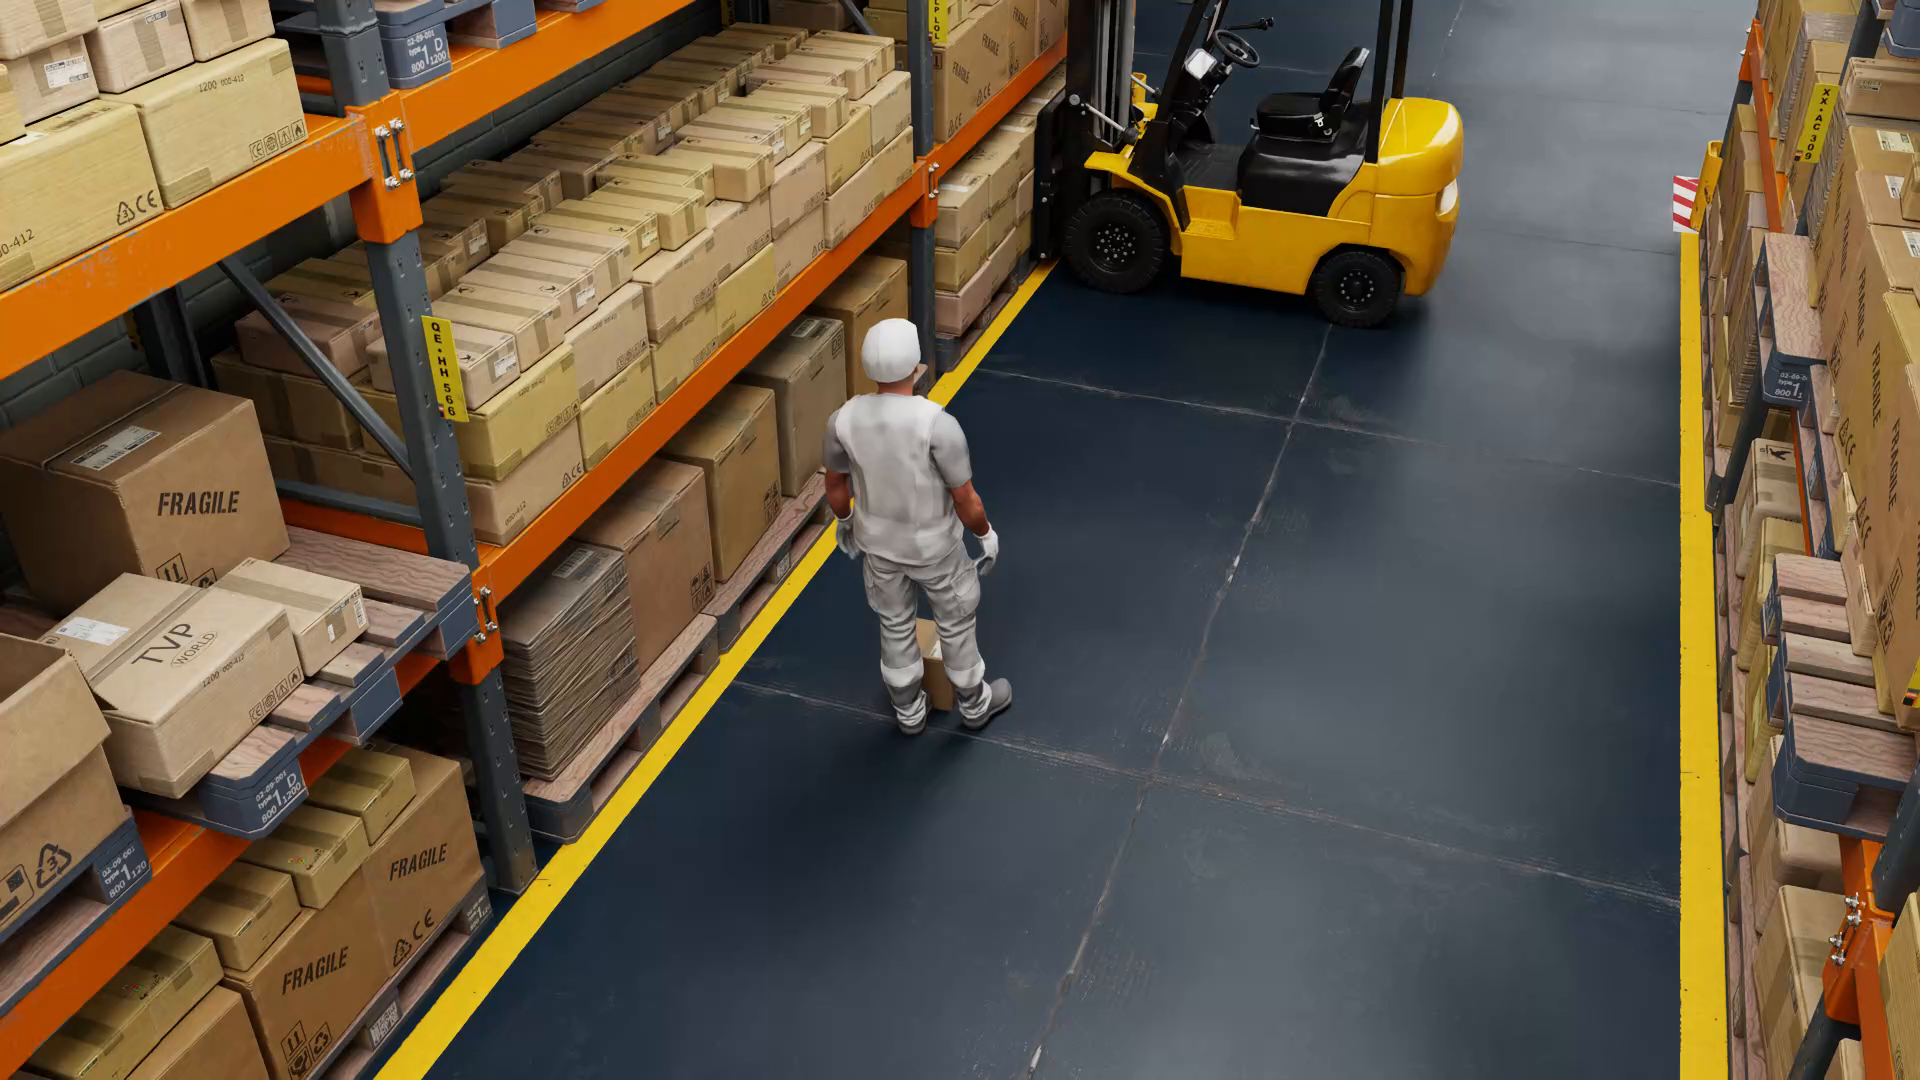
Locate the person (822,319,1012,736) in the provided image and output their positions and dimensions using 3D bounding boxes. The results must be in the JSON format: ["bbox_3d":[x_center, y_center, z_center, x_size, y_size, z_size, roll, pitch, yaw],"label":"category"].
[{"bbox_3d":[-0.149,-0.044,6.168,0.637,1.787,0.563,11,35,17],"label":"person"}]
